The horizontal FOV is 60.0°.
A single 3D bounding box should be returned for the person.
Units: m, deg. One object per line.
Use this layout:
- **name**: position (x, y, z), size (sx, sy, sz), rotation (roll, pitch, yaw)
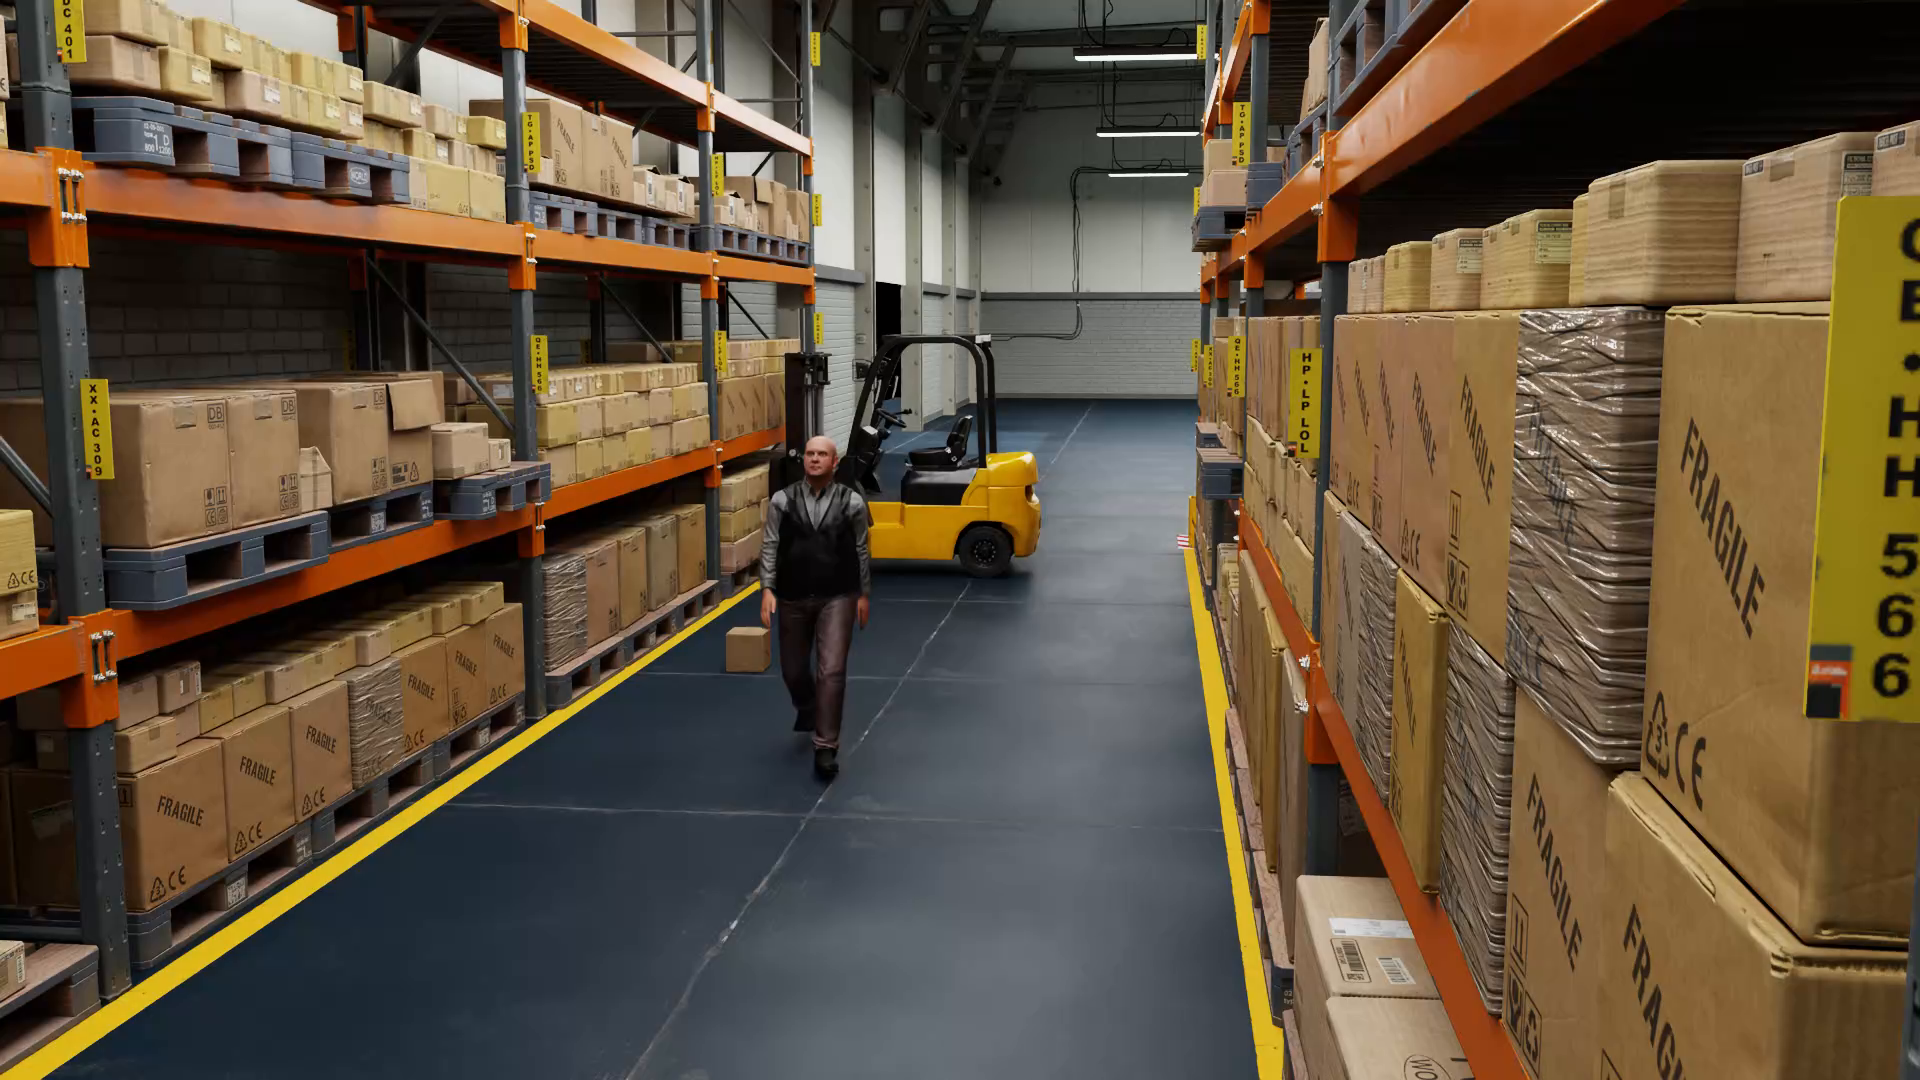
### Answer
- **person**: position (-0.753, 0.304, 8.620), size (0.559, 1.679, 0.985), rotation (0, 8, 1)
